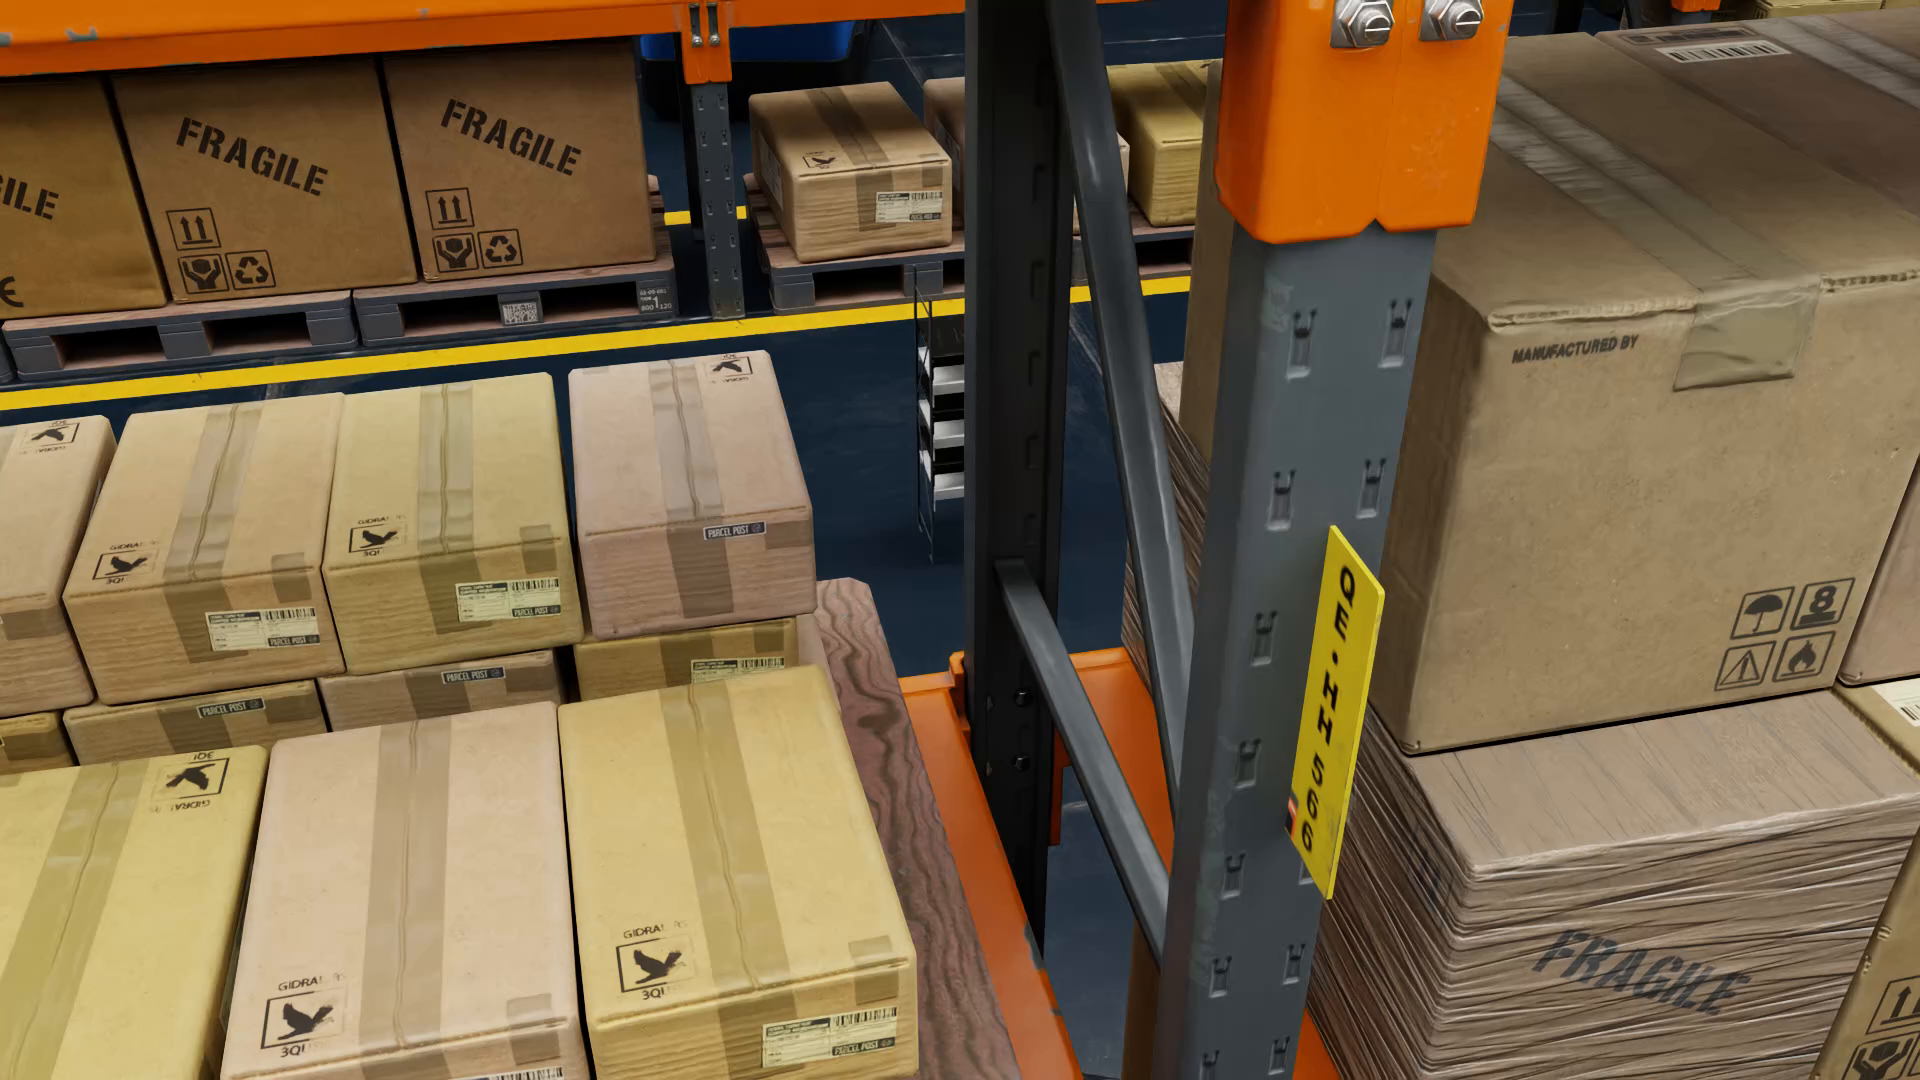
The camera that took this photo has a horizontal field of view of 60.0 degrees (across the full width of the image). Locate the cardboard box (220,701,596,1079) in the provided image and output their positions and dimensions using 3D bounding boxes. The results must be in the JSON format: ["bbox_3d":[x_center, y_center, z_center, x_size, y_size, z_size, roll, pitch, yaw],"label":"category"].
[{"bbox_3d":[-0.447,0.323,1.391,0.250,0.149,0.380,-8,35,-11],"label":"cardboard box"}]

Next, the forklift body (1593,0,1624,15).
[{"bbox_3d":[4.242,-4.480,9.996,1.214,2.155,2.313,-7,35,-11],"label":"forklift body"}]

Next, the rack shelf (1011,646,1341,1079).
[{"bbox_3d":[2.126,0.354,2.676,4.000,0.370,1.077,-7,35,-11],"label":"rack shelf"}]

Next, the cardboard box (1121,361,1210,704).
[{"bbox_3d":[0.555,0.058,2.382,0.500,0.500,0.500,-7,35,-11],"label":"cardboard box"}]

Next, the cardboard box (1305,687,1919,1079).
[{"bbox_3d":[0.673,0.351,1.945,0.500,0.500,0.500,-7,34,-10],"label":"cardboard box"}]

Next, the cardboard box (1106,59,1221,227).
[{"bbox_3d":[0.997,-1.709,7.087,0.625,0.372,0.950,-6,34,-9],"label":"cardboard box"}]

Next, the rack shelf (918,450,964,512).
[{"bbox_3d":[-0.008,-0.196,5.117,0.200,0.077,0.258,-7,35,-11],"label":"rack shelf"}]

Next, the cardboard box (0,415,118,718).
[{"bbox_3d":[-1.078,0.030,1.828,0.250,0.149,0.380,-9,35,-13],"label":"cardboard box"}]

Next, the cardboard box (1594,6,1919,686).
[{"bbox_3d":[1.108,-0.268,1.971,0.500,0.500,0.700,-8,35,-11],"label":"cardboard box"}]

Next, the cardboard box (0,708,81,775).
[{"bbox_3d":[-1.110,0.158,1.904,0.250,0.149,0.380,-7,35,-10],"label":"cardboard box"}]

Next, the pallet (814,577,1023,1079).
[{"bbox_3d":[-0.496,0.526,1.946,1.003,0.211,1.213,-7,35,-11],"label":"pallet"}]

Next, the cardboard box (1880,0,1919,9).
[{"bbox_3d":[4.041,-2.211,7.270,0.500,0.500,0.500,-6,34,-9],"label":"cardboard box"}]

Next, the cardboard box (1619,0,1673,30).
[{"bbox_3d":[3.404,-2.431,7.599,0.500,0.500,0.500,-8,35,-11],"label":"cardboard box"}]

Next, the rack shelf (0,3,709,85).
[{"bbox_3d":[-2.966,-1.832,5.934,4.000,0.370,1.077,-7,35,-11],"label":"rack shelf"}]

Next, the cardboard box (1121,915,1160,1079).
[{"bbox_3d":[0.789,1.035,2.658,0.750,0.750,1.050,-8,35,-11],"label":"cardboard box"}]

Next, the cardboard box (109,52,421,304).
[{"bbox_3d":[-2.578,-1.522,6.356,0.875,0.875,0.875,-7,34,-10],"label":"cardboard box"}]

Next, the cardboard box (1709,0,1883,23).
[{"bbox_3d":[3.521,-2.138,7.162,0.500,0.500,0.500,-6,34,-8],"label":"cardboard box"}]

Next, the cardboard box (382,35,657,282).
[{"bbox_3d":[-1.707,-1.629,6.516,0.875,0.875,0.875,-7,35,-11],"label":"cardboard box"}]

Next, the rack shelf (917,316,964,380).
[{"bbox_3d":[-0.008,-0.569,4.866,0.200,0.077,0.258,-7,35,-11],"label":"rack shelf"}]

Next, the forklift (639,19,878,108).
[{"bbox_3d":[-1.036,-4.143,8.850,1.129,2.867,3.031,1,34,1],"label":"forklift"}]

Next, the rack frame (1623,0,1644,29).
[{"bbox_3d":[2.885,-2.870,6.835,0.053,2.616,0.949,-7,35,-11],"label":"rack frame"}]

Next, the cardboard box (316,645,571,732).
[{"bbox_3d":[-0.605,0.092,2.002,0.250,0.149,0.380,-6,34,-8],"label":"cardboard box"}]

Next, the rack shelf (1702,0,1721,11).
[{"bbox_3d":[4.837,-2.816,7.399,4.000,0.370,1.077,-7,35,-11],"label":"rack shelf"}]

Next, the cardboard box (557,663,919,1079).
[{"bbox_3d":[-0.202,0.293,1.435,0.250,0.149,0.380,-9,35,-12],"label":"cardboard box"}]

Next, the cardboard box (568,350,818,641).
[{"bbox_3d":[-0.322,-0.064,1.968,0.250,0.149,0.380,-7,35,-10],"label":"cardboard box"}]

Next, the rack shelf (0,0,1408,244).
[{"bbox_3d":[-1.775,-0.400,1.108,4.000,0.370,1.077,-7,35,-11],"label":"rack shelf"}]

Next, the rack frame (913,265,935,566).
[{"bbox_3d":[-0.107,-0.360,4.979,0.006,0.900,0.240,-7,35,-11],"label":"rack frame"}]

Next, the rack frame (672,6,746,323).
[{"bbox_3d":[-1.015,-2.377,6.100,0.127,3.000,1.000,-7,35,-11],"label":"rack frame"}]

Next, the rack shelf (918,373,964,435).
[{"bbox_3d":[-0.008,-0.420,4.966,0.200,0.077,0.258,-7,35,-11],"label":"rack shelf"}]

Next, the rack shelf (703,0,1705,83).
[{"bbox_3d":[0.935,-2.324,6.667,4.000,0.370,1.077,-7,35,-11],"label":"rack shelf"}]

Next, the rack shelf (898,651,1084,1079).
[{"bbox_3d":[-1.775,0.846,1.943,4.000,0.370,1.077,-7,35,-11],"label":"rack shelf"}]

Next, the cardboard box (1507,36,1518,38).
[{"bbox_3d":[2.375,-1.886,7.350,0.625,0.372,0.950,-7,34,-10],"label":"cardboard box"}]

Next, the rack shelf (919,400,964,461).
[{"bbox_3d":[-0.008,-0.345,5.016,0.200,0.077,0.258,-7,35,-11],"label":"rack shelf"}]

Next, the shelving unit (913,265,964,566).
[{"bbox_3d":[-0.008,-0.373,4.998,0.210,0.900,0.258,-7,35,-11],"label":"shelving unit"}]

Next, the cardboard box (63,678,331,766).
[{"bbox_3d":[-0.864,0.127,1.951,0.250,0.149,0.380,-8,35,-12],"label":"cardboard box"}]

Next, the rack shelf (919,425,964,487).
[{"bbox_3d":[-0.008,-0.270,5.066,0.200,0.077,0.258,-7,35,-11],"label":"rack shelf"}]

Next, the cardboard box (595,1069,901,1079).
[{"bbox_3d":[-0.206,0.416,1.520,0.250,0.149,0.380,-6,34,-10],"label":"cardboard box"}]

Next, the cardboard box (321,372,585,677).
[{"bbox_3d":[-0.580,-0.030,1.917,0.250,0.149,0.380,-8,35,-12],"label":"cardboard box"}]

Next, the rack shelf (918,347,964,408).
[{"bbox_3d":[-0.008,-0.494,4.916,0.200,0.077,0.258,-7,35,-11],"label":"rack shelf"}]

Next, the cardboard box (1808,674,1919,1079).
[{"bbox_3d":[1.168,0.287,2.041,0.500,0.500,0.500,-7,35,-11],"label":"cardboard box"}]

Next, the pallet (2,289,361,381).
[{"bbox_3d":[-2.988,-1.015,6.573,1.213,0.211,1.003,-7,35,-11],"label":"pallet"}]

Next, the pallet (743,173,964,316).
[{"bbox_3d":[-0.253,-1.314,7.019,1.213,0.211,1.003,-7,35,-11],"label":"pallet"}]

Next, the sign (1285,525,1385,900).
[{"bbox_3d":[0.304,0.147,1.371,0.005,0.325,0.100,-7,35,-11],"label":"sign"}]

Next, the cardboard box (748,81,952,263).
[{"bbox_3d":[-0.462,-1.524,6.811,0.625,0.372,0.950,-9,35,-14],"label":"cardboard box"}]

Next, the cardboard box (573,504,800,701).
[{"bbox_3d":[-0.340,0.058,2.054,0.250,0.149,0.380,-6,34,-8],"label":"cardboard box"}]
